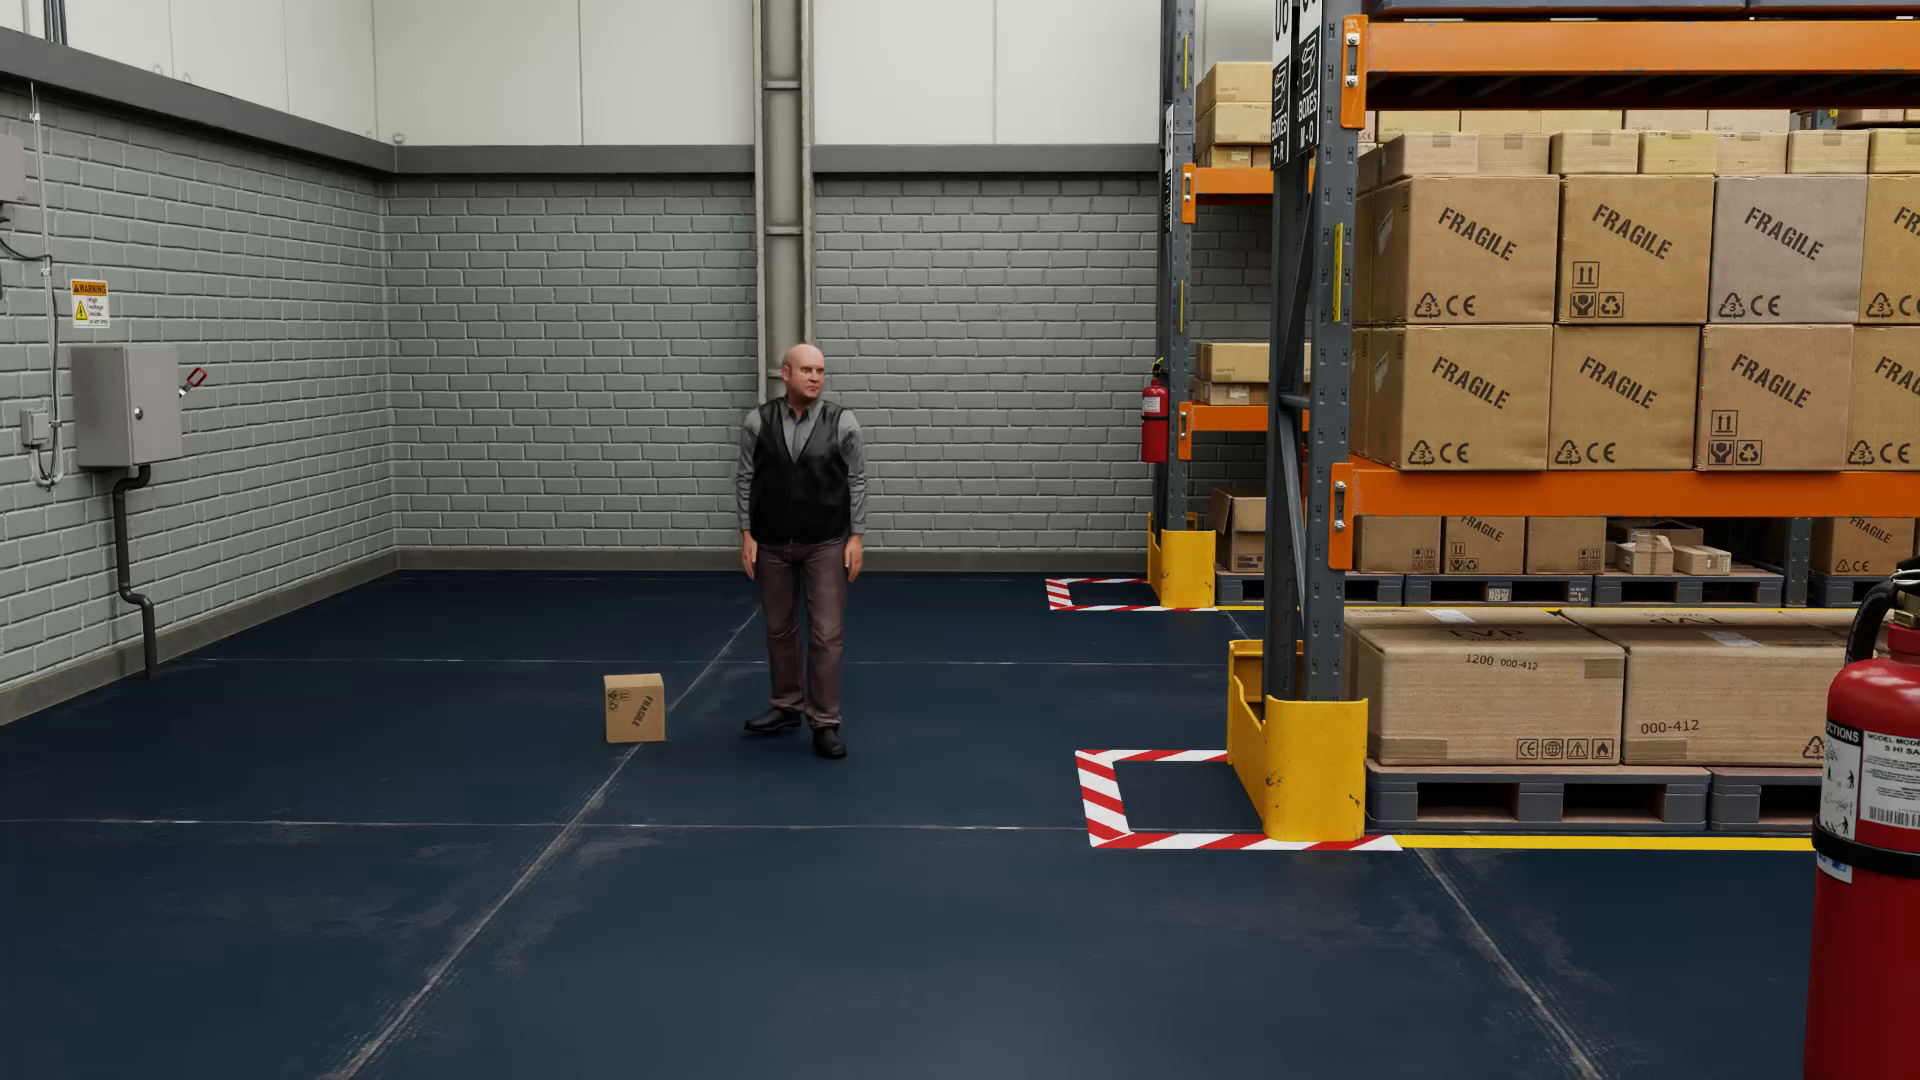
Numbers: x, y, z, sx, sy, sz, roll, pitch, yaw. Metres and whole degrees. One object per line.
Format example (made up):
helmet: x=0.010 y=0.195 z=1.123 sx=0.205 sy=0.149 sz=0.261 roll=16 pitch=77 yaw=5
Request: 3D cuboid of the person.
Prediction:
person: x=-0.680 y=0.028 z=7.126 sx=0.556 sy=1.726 sz=0.549 roll=1 pitch=7 yaw=6
